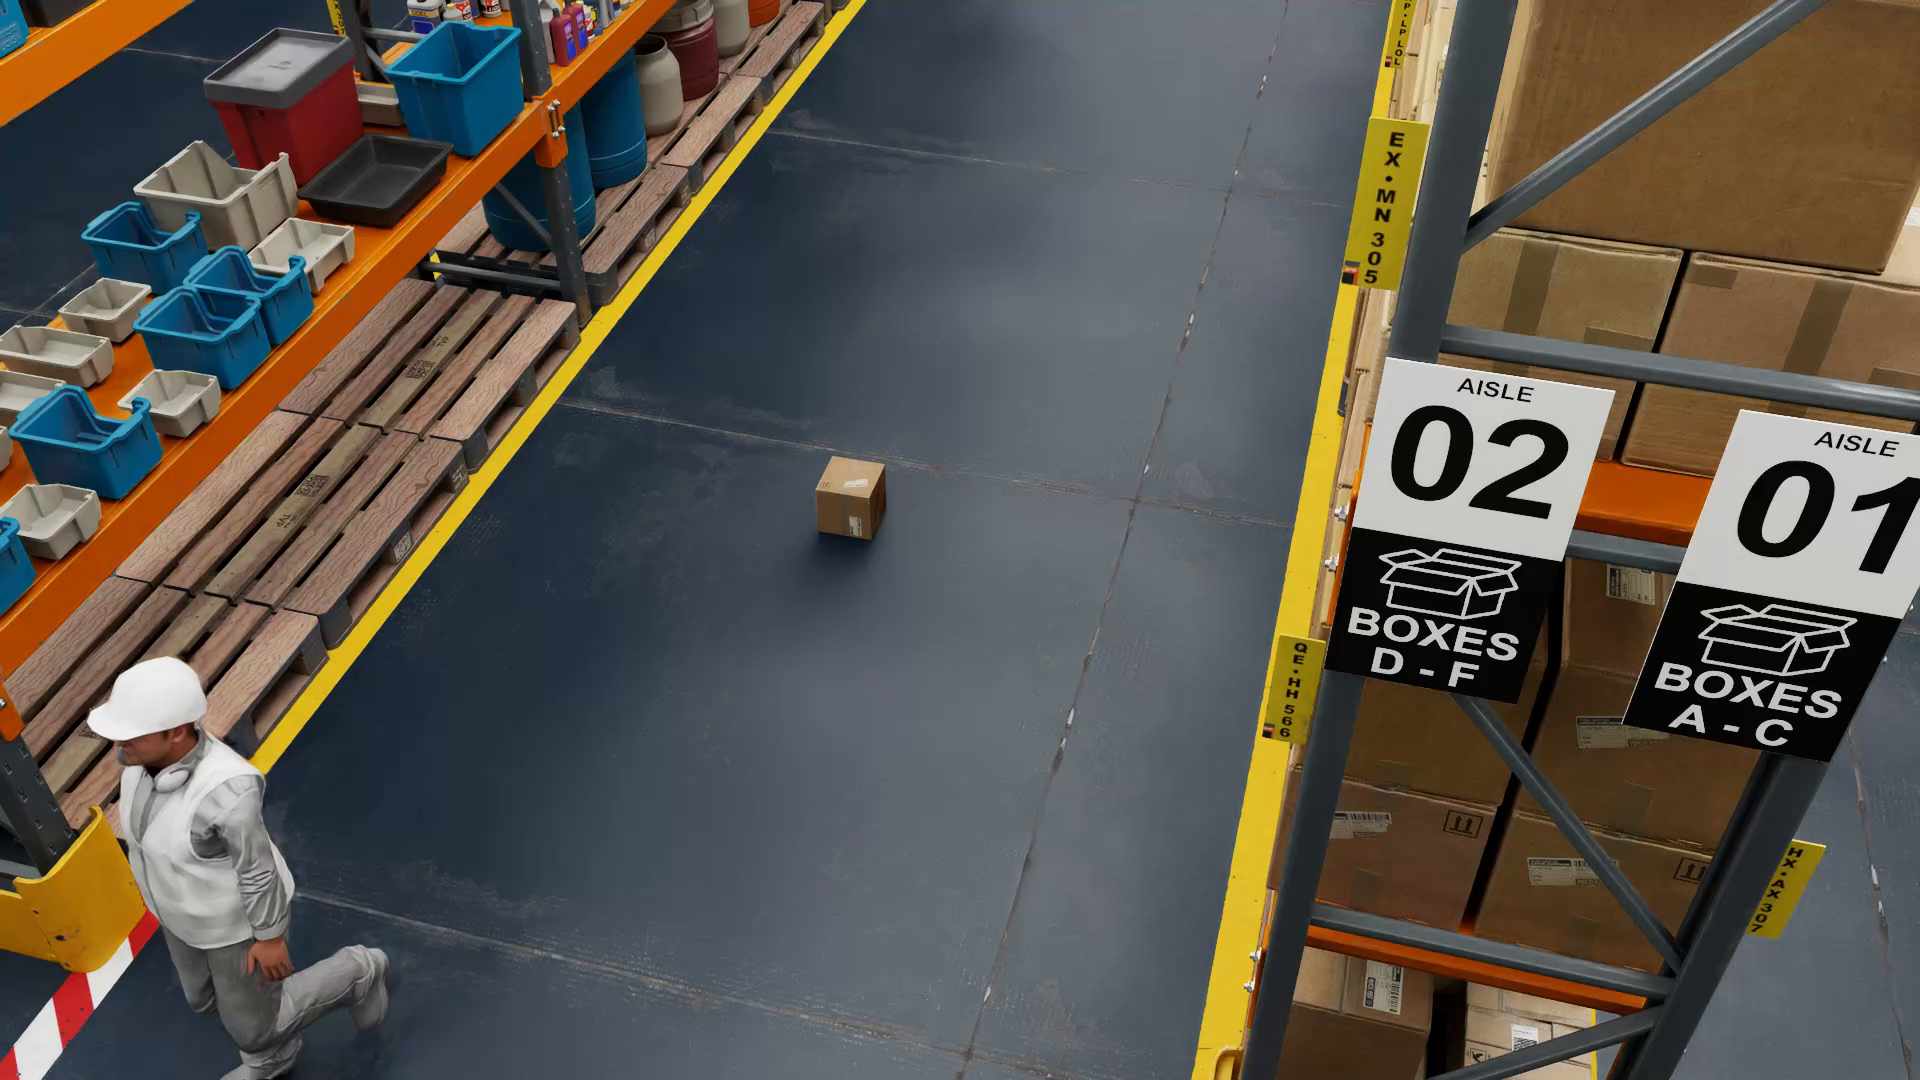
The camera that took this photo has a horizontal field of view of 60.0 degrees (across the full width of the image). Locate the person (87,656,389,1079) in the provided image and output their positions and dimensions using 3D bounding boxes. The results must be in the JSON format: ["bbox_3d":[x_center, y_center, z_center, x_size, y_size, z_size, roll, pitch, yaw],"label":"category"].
[{"bbox_3d":[-2.149,1.032,4.906,0.551,1.755,0.627,25,47,26],"label":"person"}]
